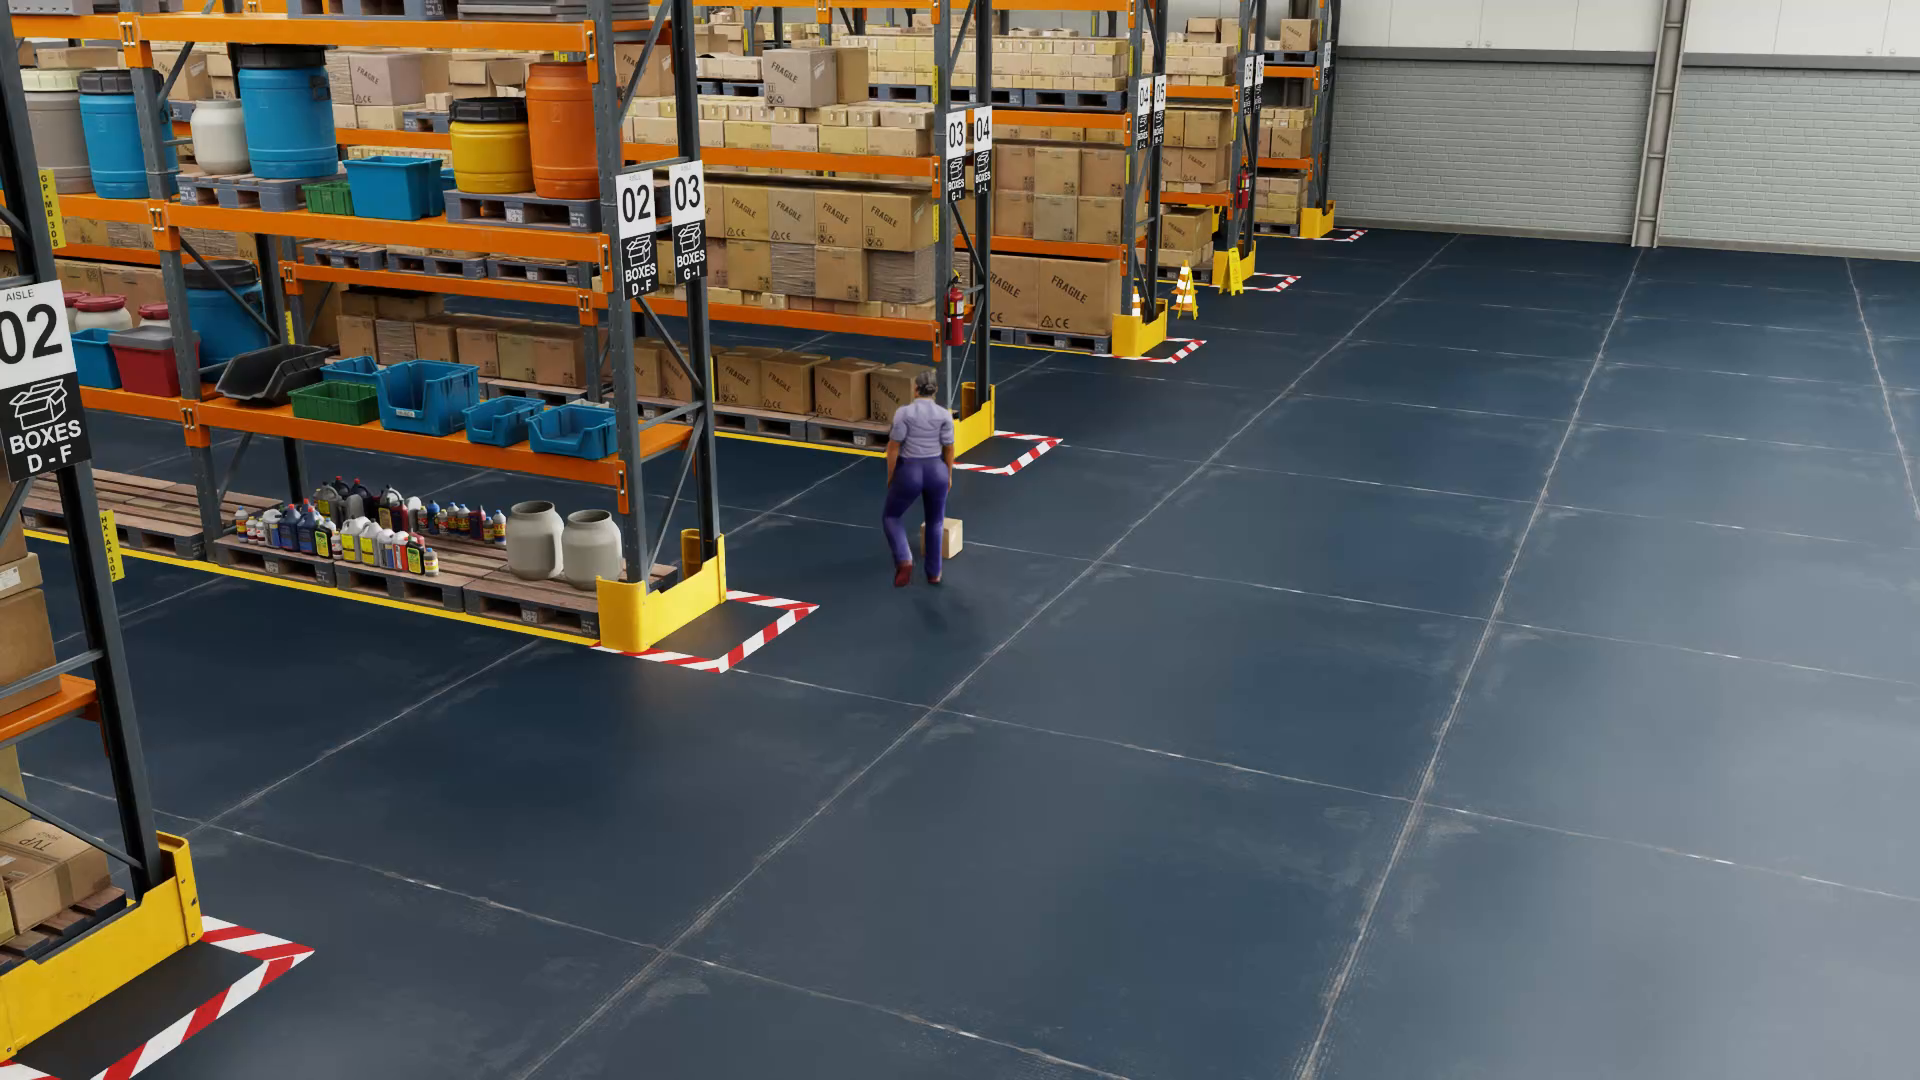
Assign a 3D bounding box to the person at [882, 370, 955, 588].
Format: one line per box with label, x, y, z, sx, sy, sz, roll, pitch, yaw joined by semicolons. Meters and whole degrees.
person;-0.305;-0.441;12.327;0.538;1.623;0.520;-3;19;-8
